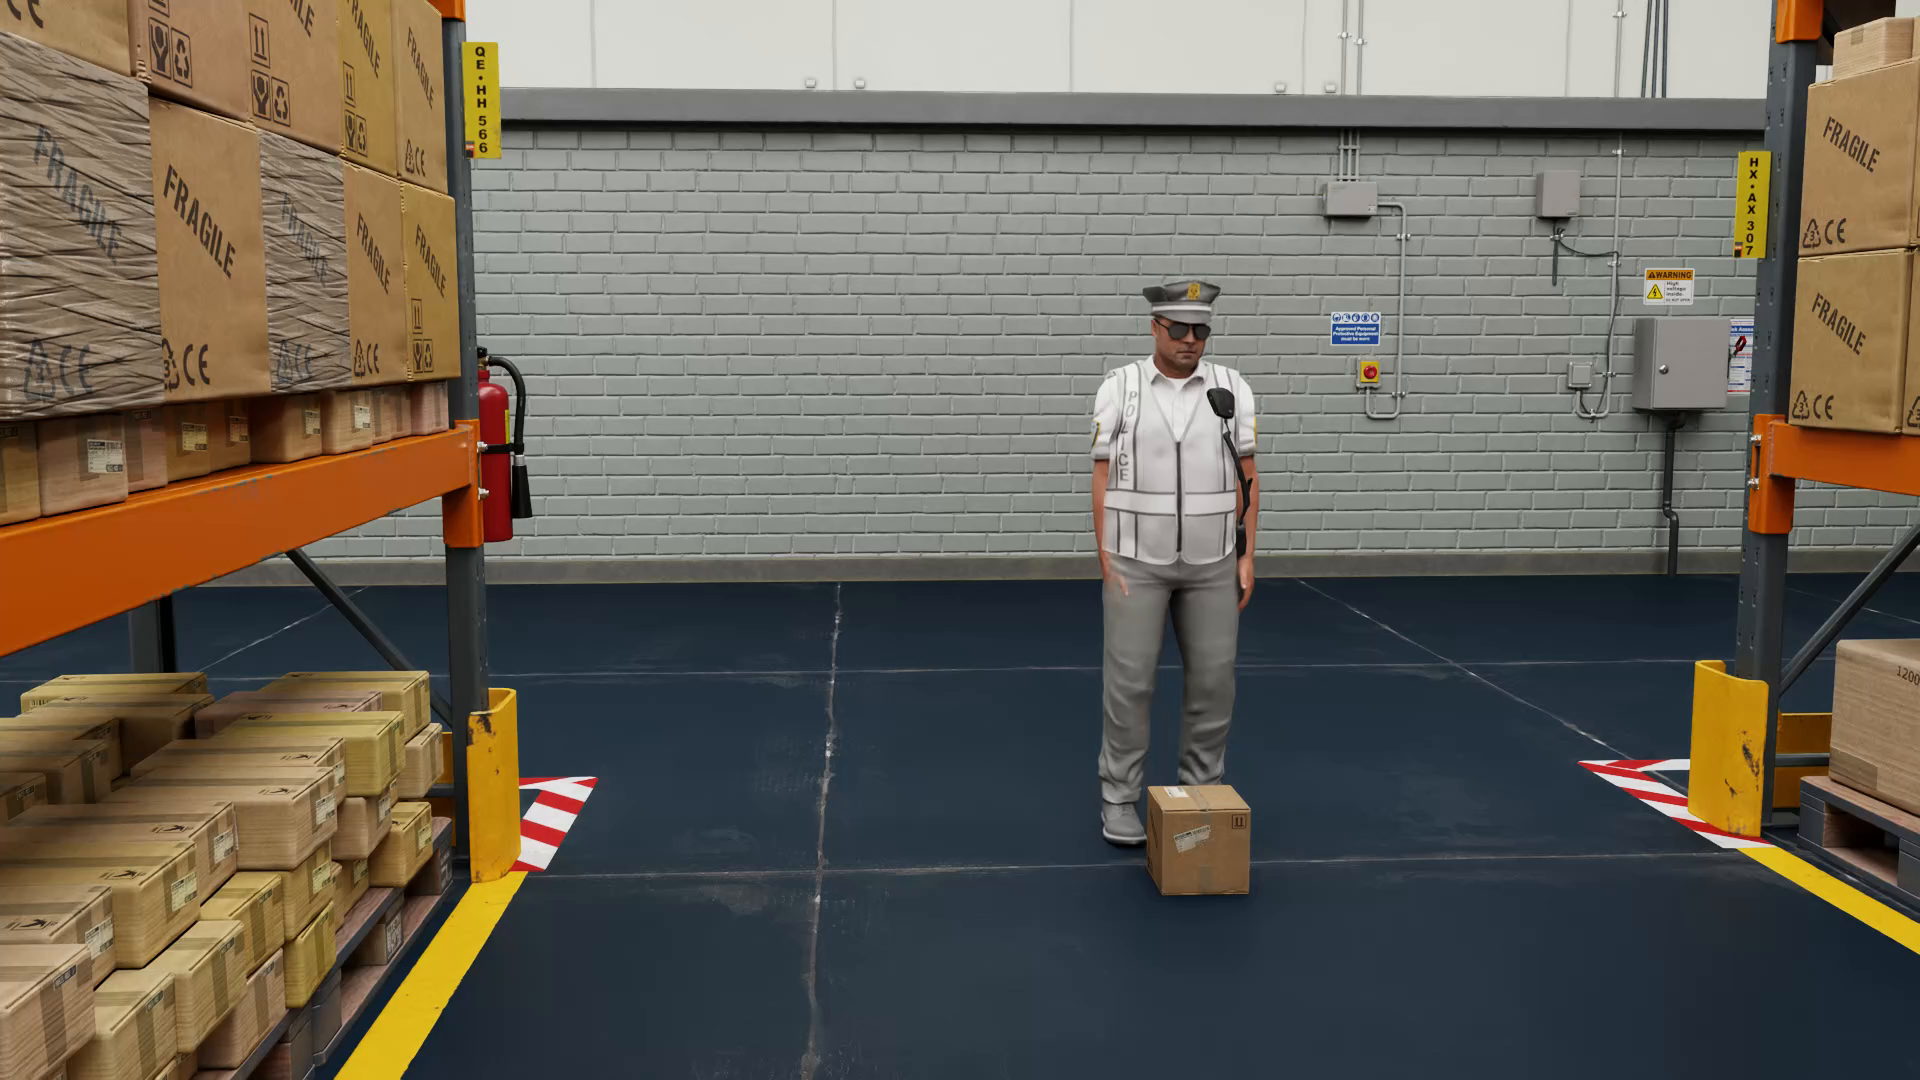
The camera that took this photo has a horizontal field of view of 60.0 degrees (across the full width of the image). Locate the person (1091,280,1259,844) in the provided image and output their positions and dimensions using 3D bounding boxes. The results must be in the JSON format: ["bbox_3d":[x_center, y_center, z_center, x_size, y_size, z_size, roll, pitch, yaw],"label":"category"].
[{"bbox_3d":[0.676,0.070,5.201,0.529,1.747,0.393,0,7,-3],"label":"person"}]
